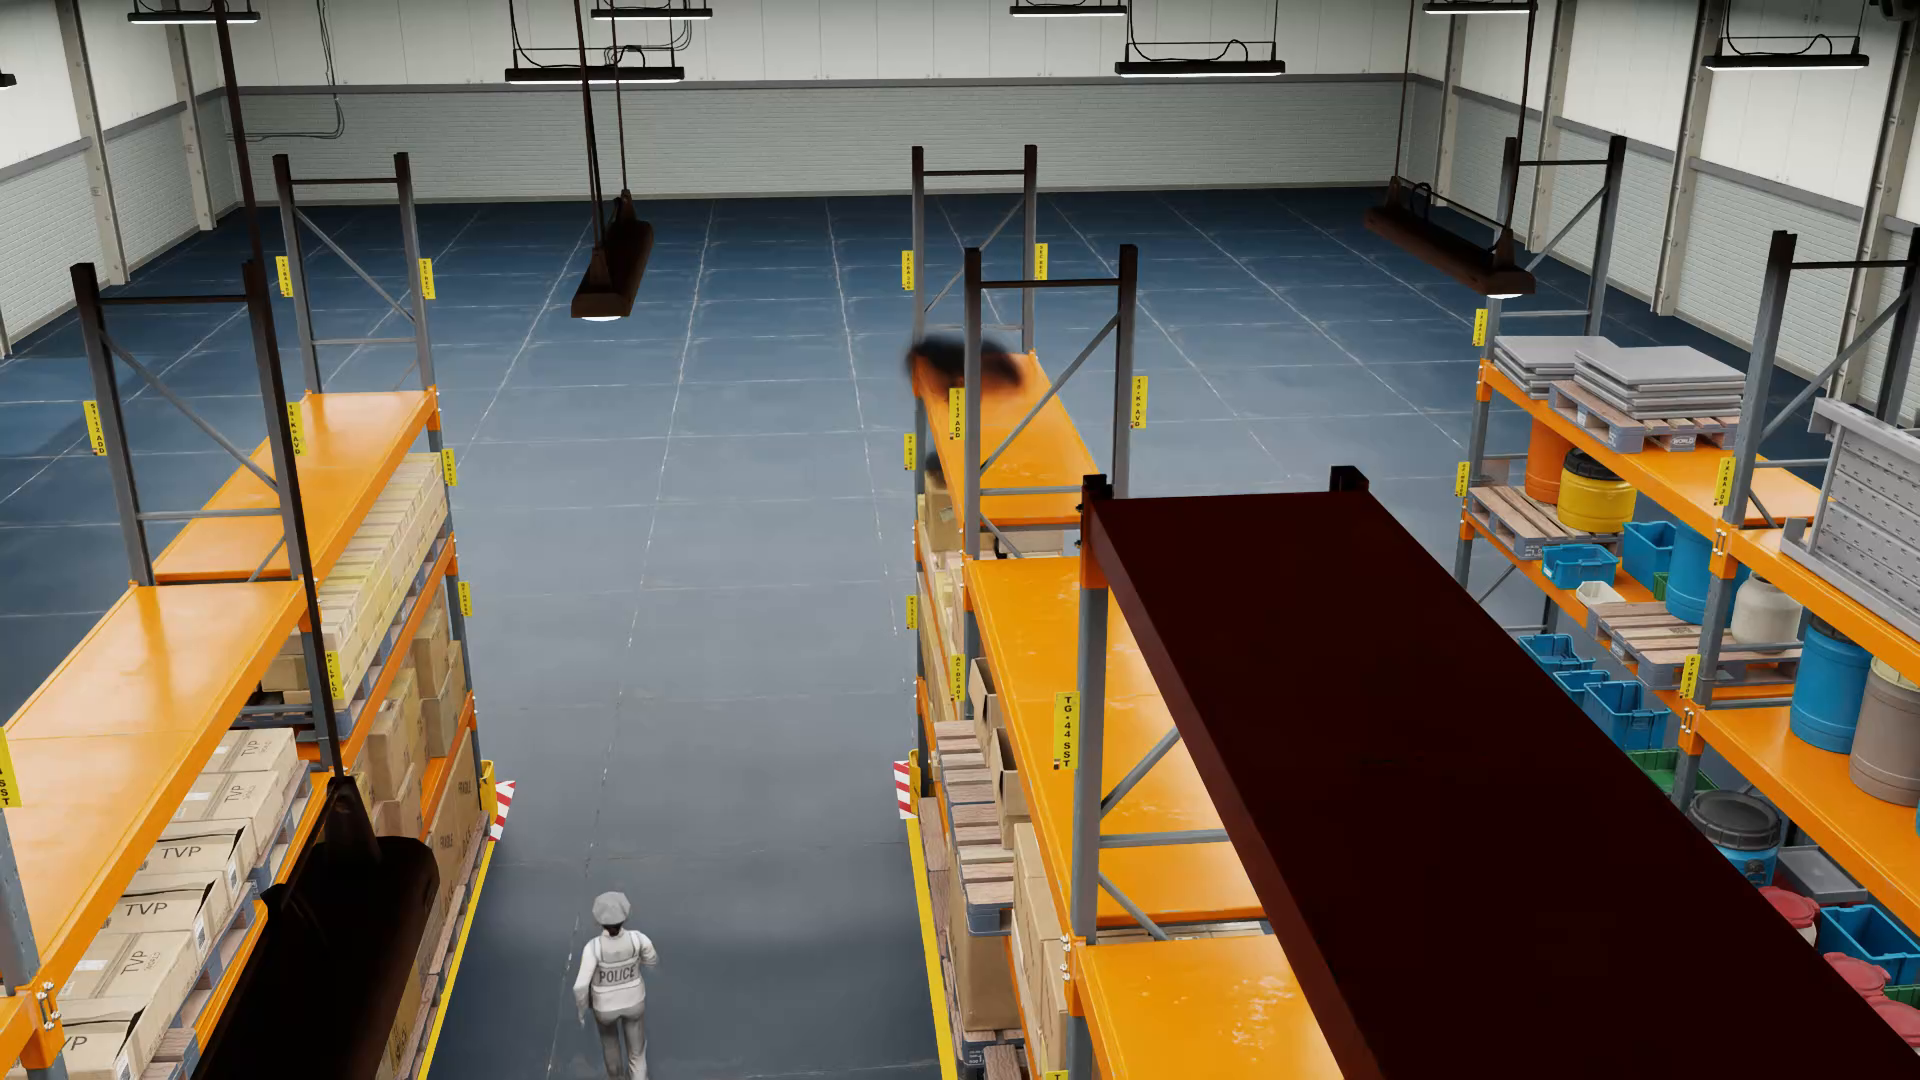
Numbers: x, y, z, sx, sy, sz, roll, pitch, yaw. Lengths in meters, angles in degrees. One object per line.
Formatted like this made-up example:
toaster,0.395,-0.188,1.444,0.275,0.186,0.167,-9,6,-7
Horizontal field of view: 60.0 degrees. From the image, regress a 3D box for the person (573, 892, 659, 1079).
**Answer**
person,-2.305,3.190,11.269,0.593,1.742,0.843,-6,22,-15
